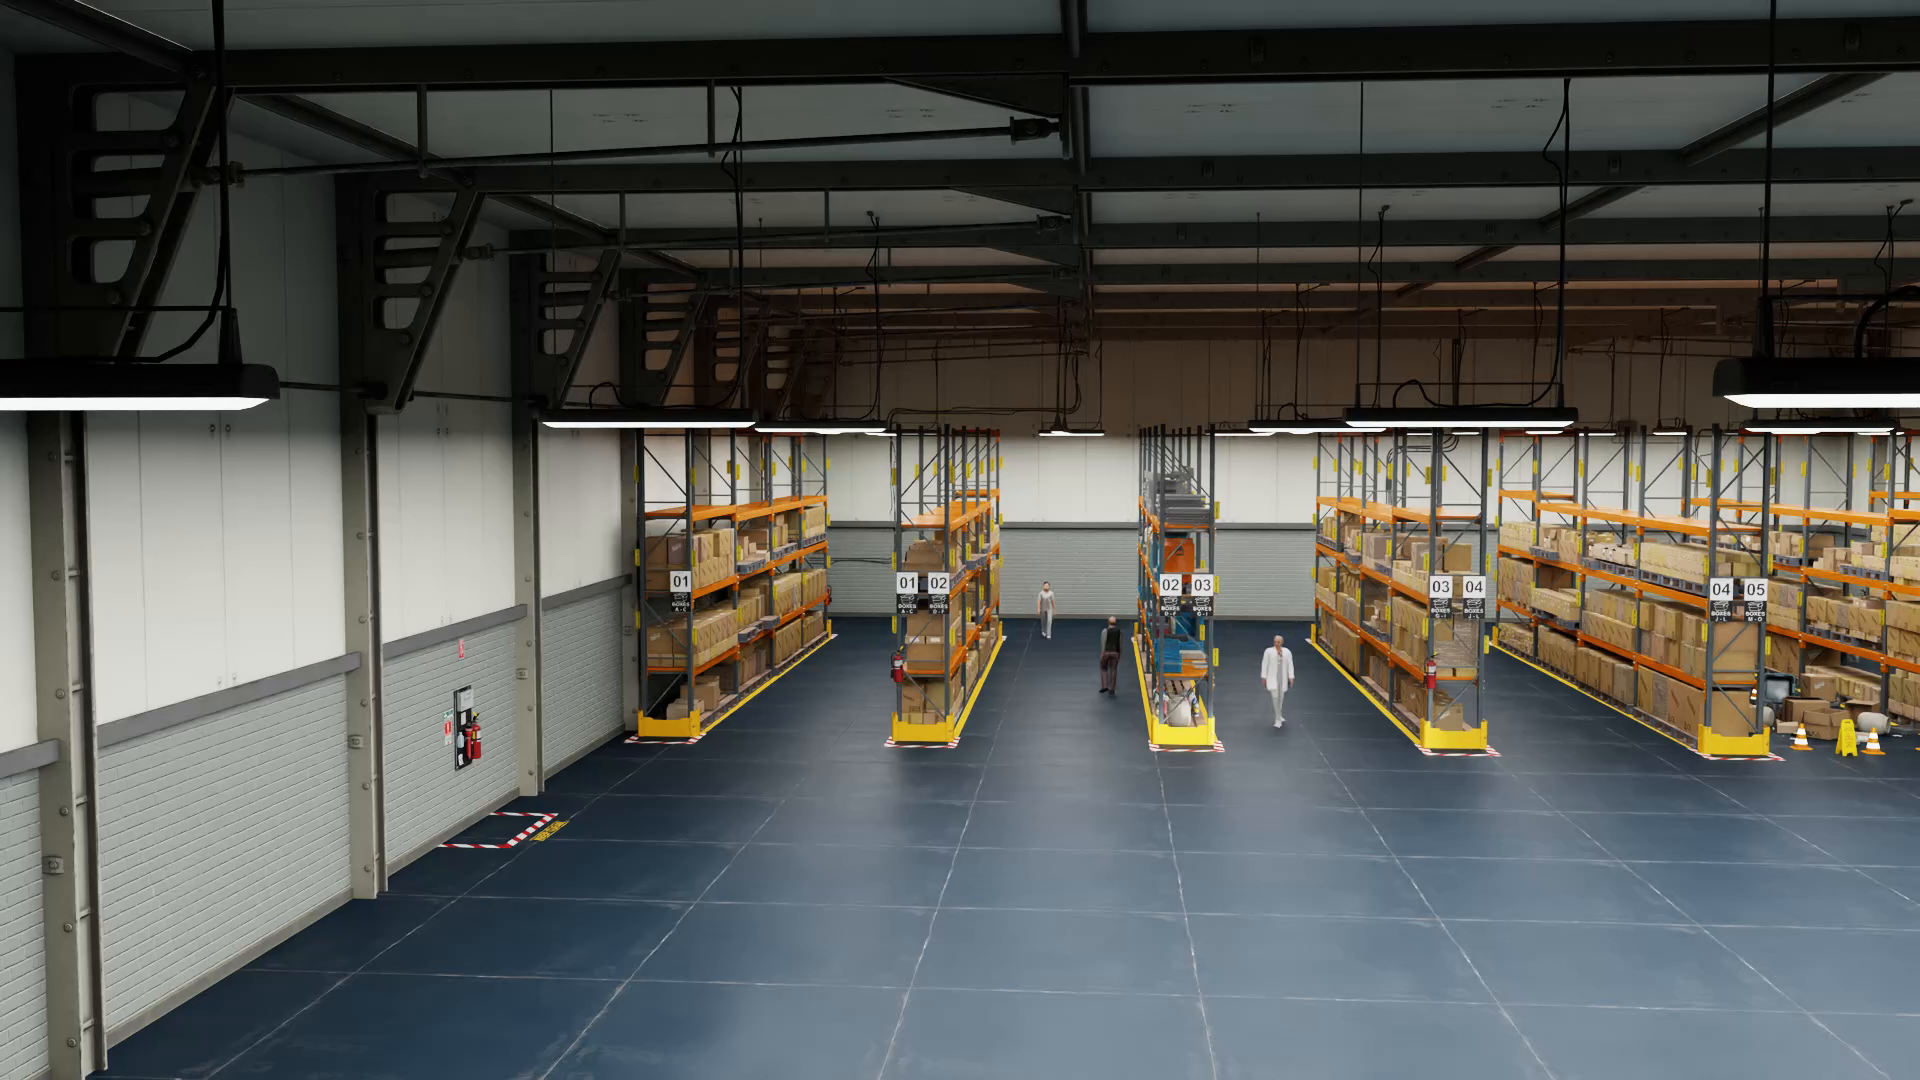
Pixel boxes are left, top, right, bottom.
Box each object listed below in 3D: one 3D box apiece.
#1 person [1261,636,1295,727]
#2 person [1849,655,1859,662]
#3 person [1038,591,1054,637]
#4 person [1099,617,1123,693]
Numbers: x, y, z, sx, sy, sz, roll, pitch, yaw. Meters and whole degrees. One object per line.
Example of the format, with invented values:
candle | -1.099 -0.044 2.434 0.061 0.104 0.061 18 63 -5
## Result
person | 6.373 2.832 33.346 0.606 1.847 0.747 -1 4 -9
person | 22.799 2.319 42.574 0.450 1.723 0.564 -1 4 -18
person | 2.466 2.101 47.733 0.464 1.301 0.935 0 3 2
person | 3.415 2.612 37.451 0.528 1.770 0.613 0 3 -3
